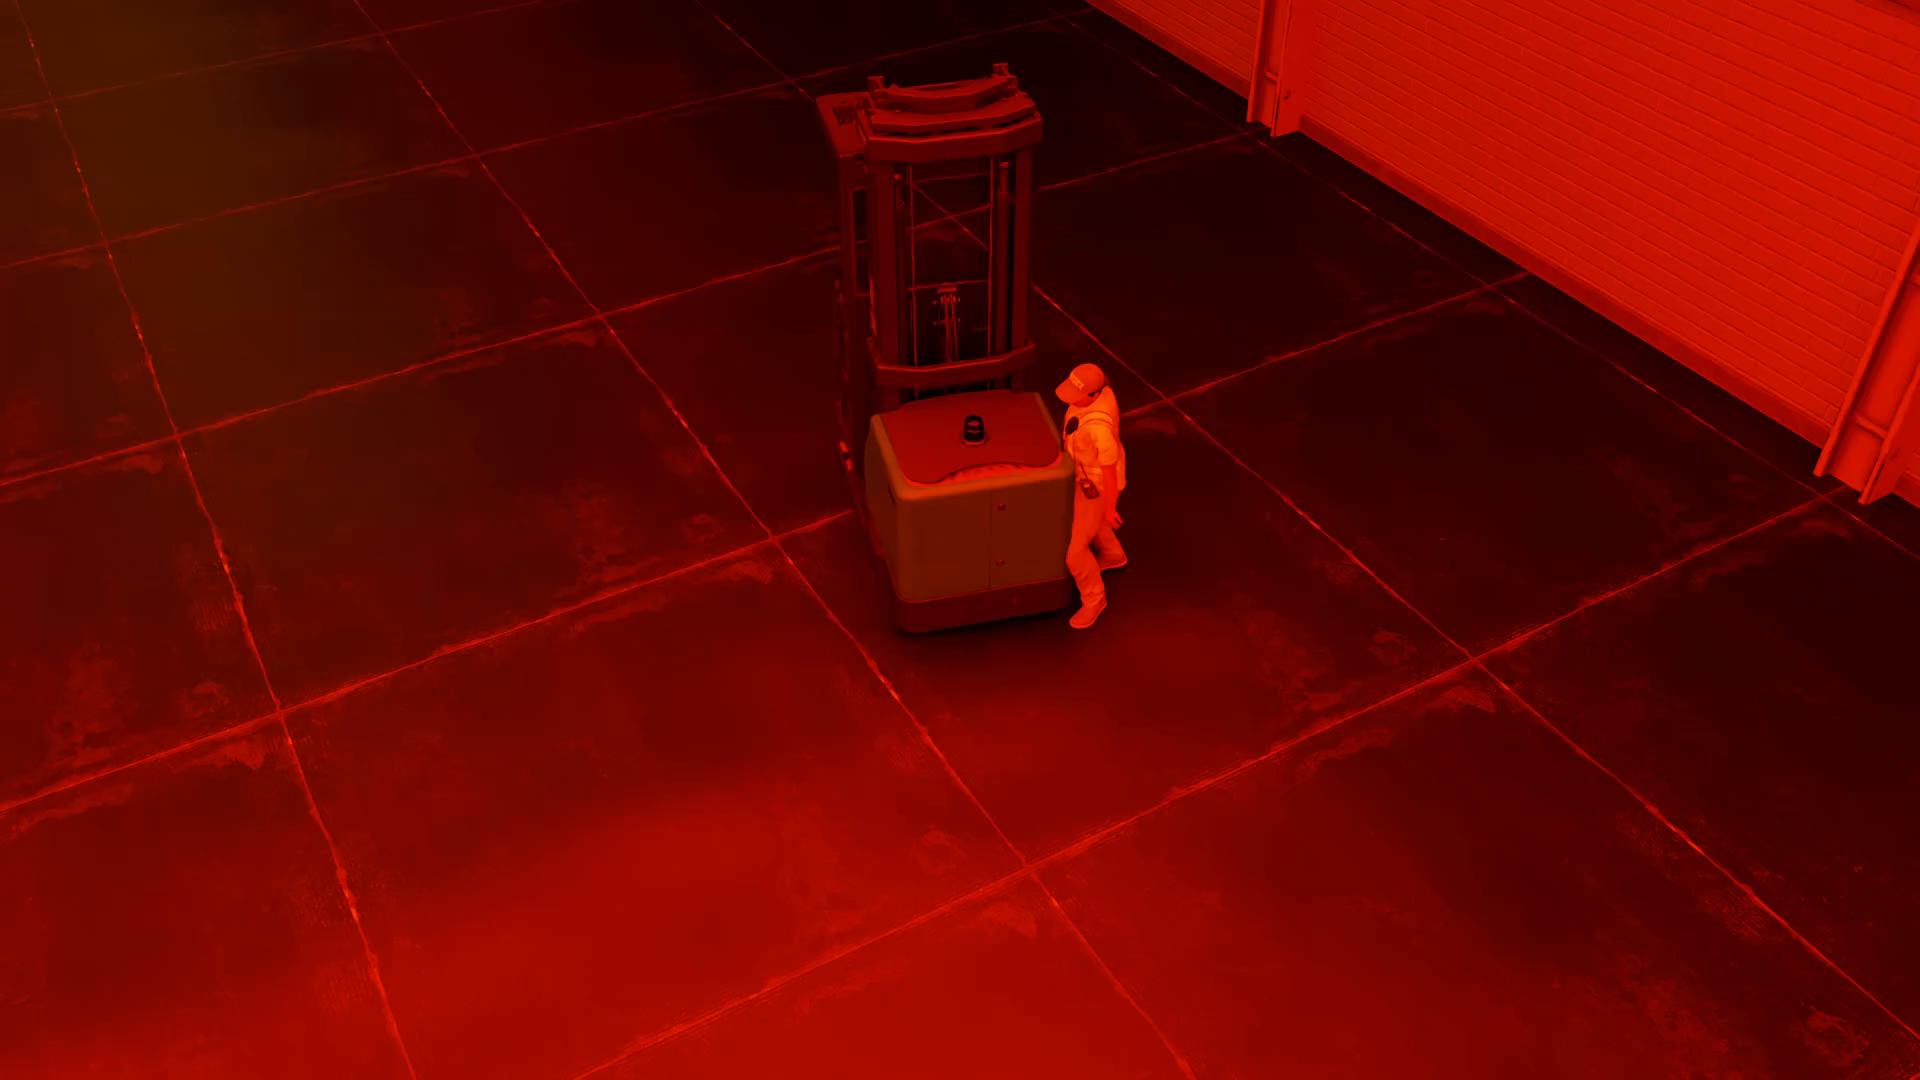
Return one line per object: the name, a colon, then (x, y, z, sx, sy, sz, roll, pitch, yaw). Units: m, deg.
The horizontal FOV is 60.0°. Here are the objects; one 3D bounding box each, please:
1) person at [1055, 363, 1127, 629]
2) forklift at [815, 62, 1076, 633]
person: (0.763, -0.349, 9.511, 0.482, 1.630, 0.836, 3, 40, 3)
forklift: (-0.195, -1.539, 9.892, 1.130, 2.935, 3.031, -9, 41, -11)
